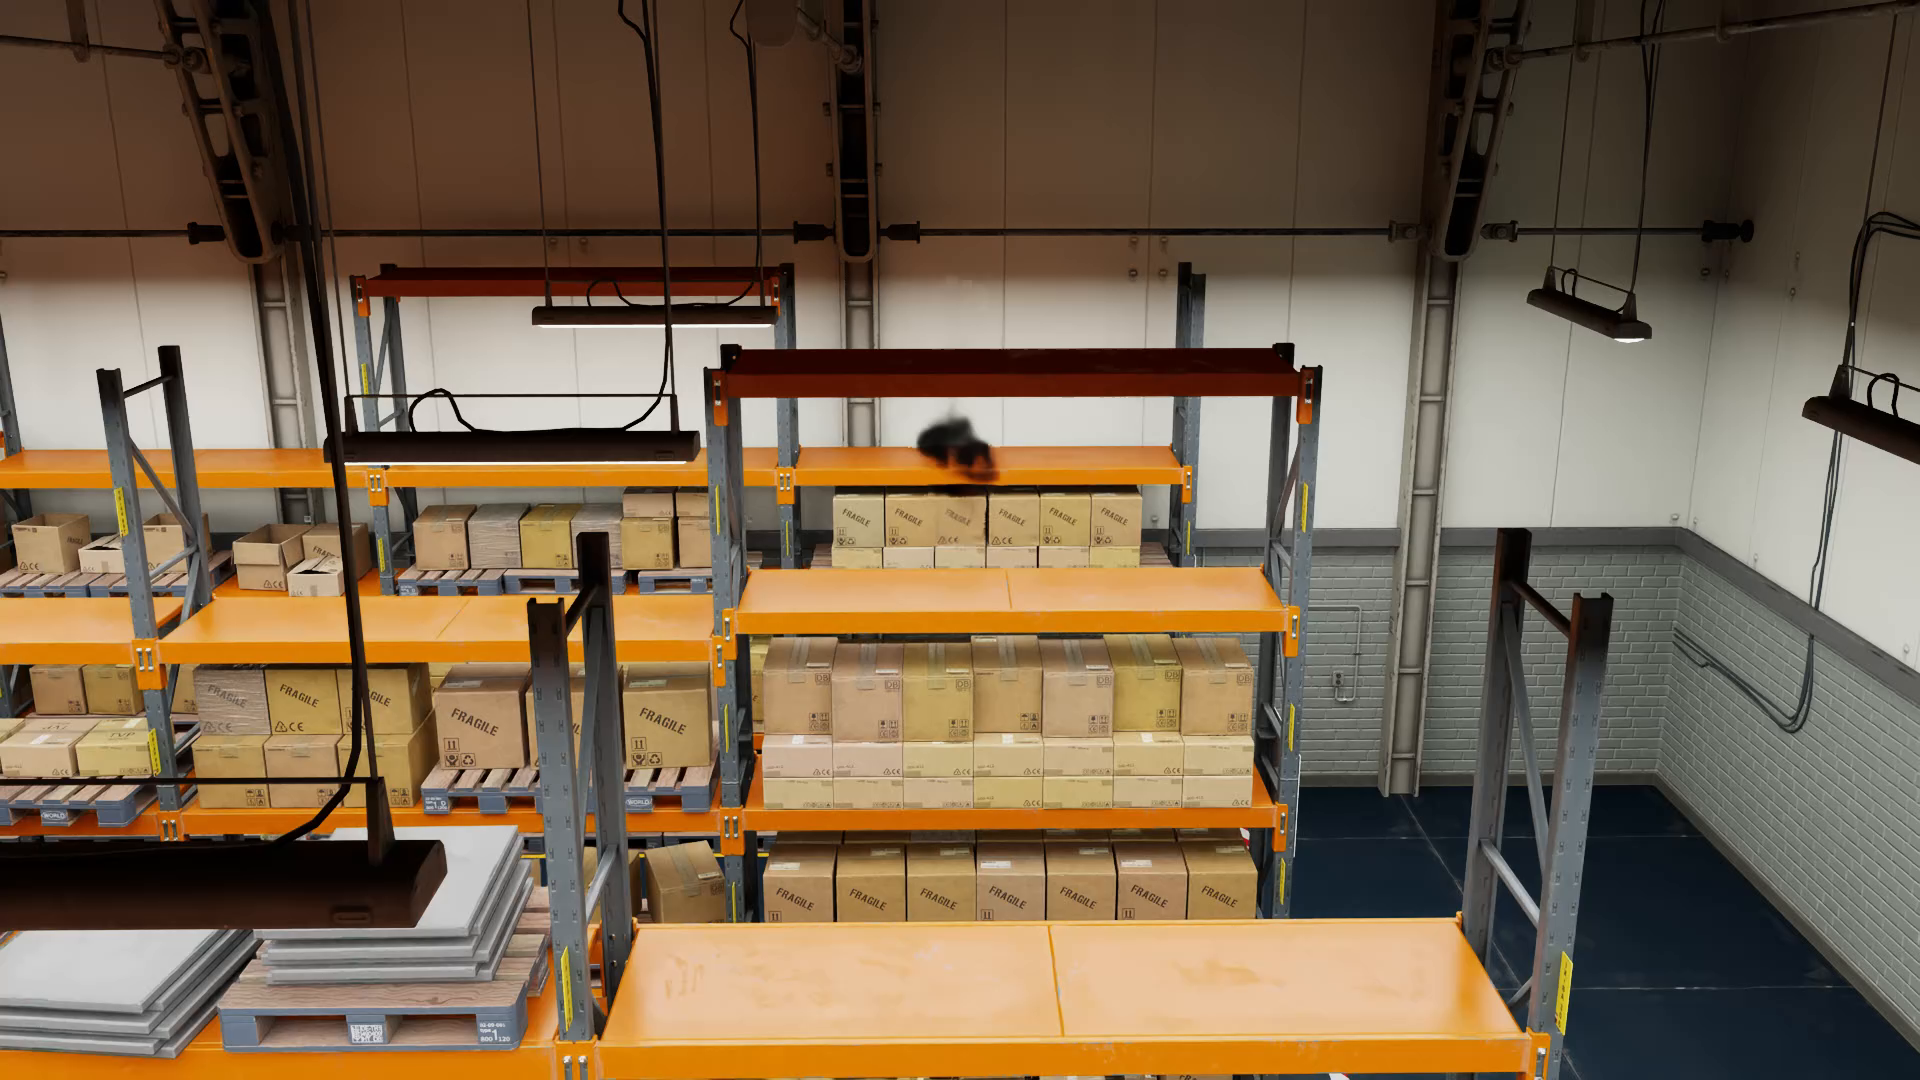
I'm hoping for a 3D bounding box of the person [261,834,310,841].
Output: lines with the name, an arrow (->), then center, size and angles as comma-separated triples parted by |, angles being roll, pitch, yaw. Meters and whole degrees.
person -> -6.194, 2.975, 15.339 | 0.683, 1.730, 0.693 | -2, 16, -6
